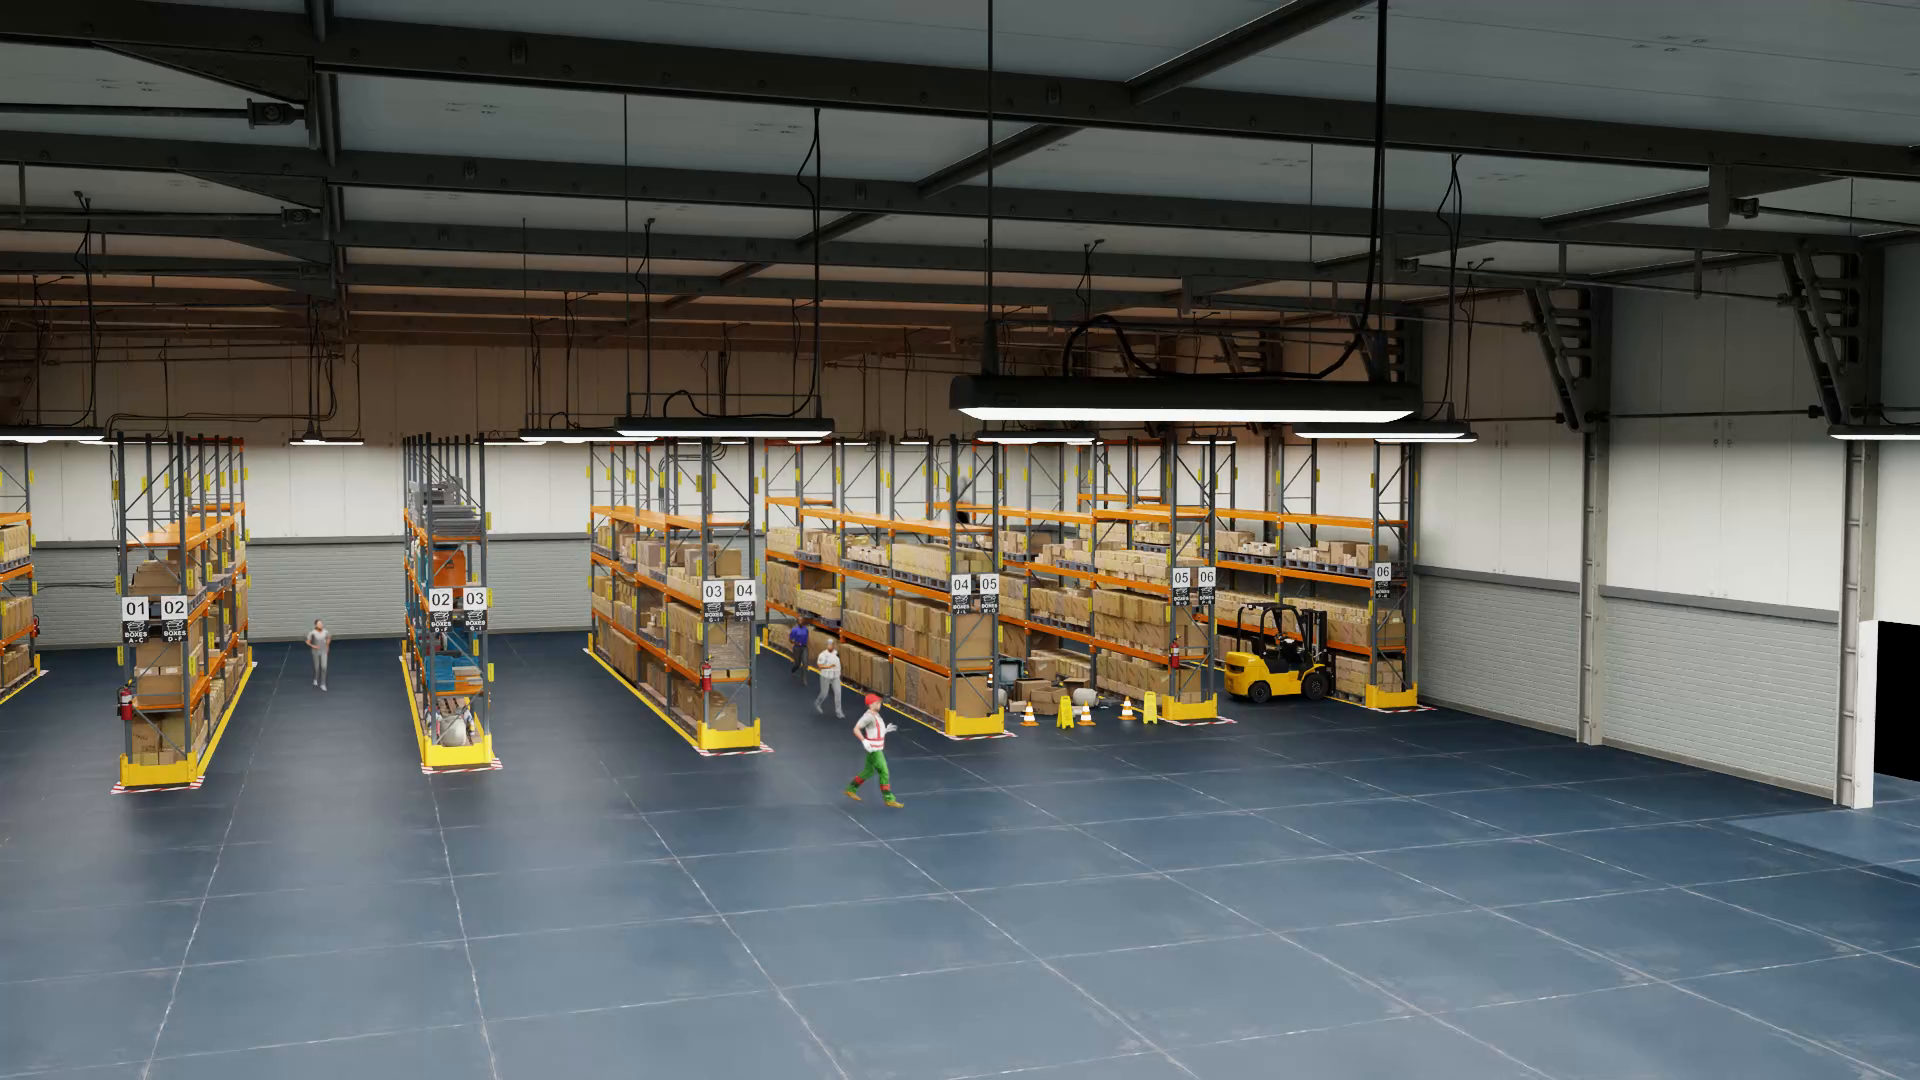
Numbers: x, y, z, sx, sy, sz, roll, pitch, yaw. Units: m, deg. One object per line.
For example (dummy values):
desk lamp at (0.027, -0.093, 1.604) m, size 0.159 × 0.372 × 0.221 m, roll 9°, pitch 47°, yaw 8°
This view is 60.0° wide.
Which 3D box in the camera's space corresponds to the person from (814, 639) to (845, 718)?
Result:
person at (-2.754, 2.919, 35.298) m, size 0.617 × 1.642 × 0.938 m, roll -2°, pitch 4°, yaw -32°

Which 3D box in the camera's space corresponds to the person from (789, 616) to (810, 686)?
person at (-3.872, 2.672, 40.330) m, size 0.579 × 1.650 × 0.851 m, roll -2°, pitch 4°, yaw -27°

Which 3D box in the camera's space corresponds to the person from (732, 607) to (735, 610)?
person at (-6.481, 2.219, 48.545) m, size 0.598 × 1.719 × 0.661 m, roll 2°, pitch 4°, yaw 31°

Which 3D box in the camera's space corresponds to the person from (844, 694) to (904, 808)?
person at (-1.366, 3.331, 26.380) m, size 0.980 × 1.787 × 0.659 m, roll 0°, pitch 3°, yaw 5°

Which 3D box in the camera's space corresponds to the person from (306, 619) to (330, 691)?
person at (-15.218, 2.708, 39.476) m, size 0.571 × 1.672 × 0.881 m, roll -2°, pitch 4°, yaw -34°
